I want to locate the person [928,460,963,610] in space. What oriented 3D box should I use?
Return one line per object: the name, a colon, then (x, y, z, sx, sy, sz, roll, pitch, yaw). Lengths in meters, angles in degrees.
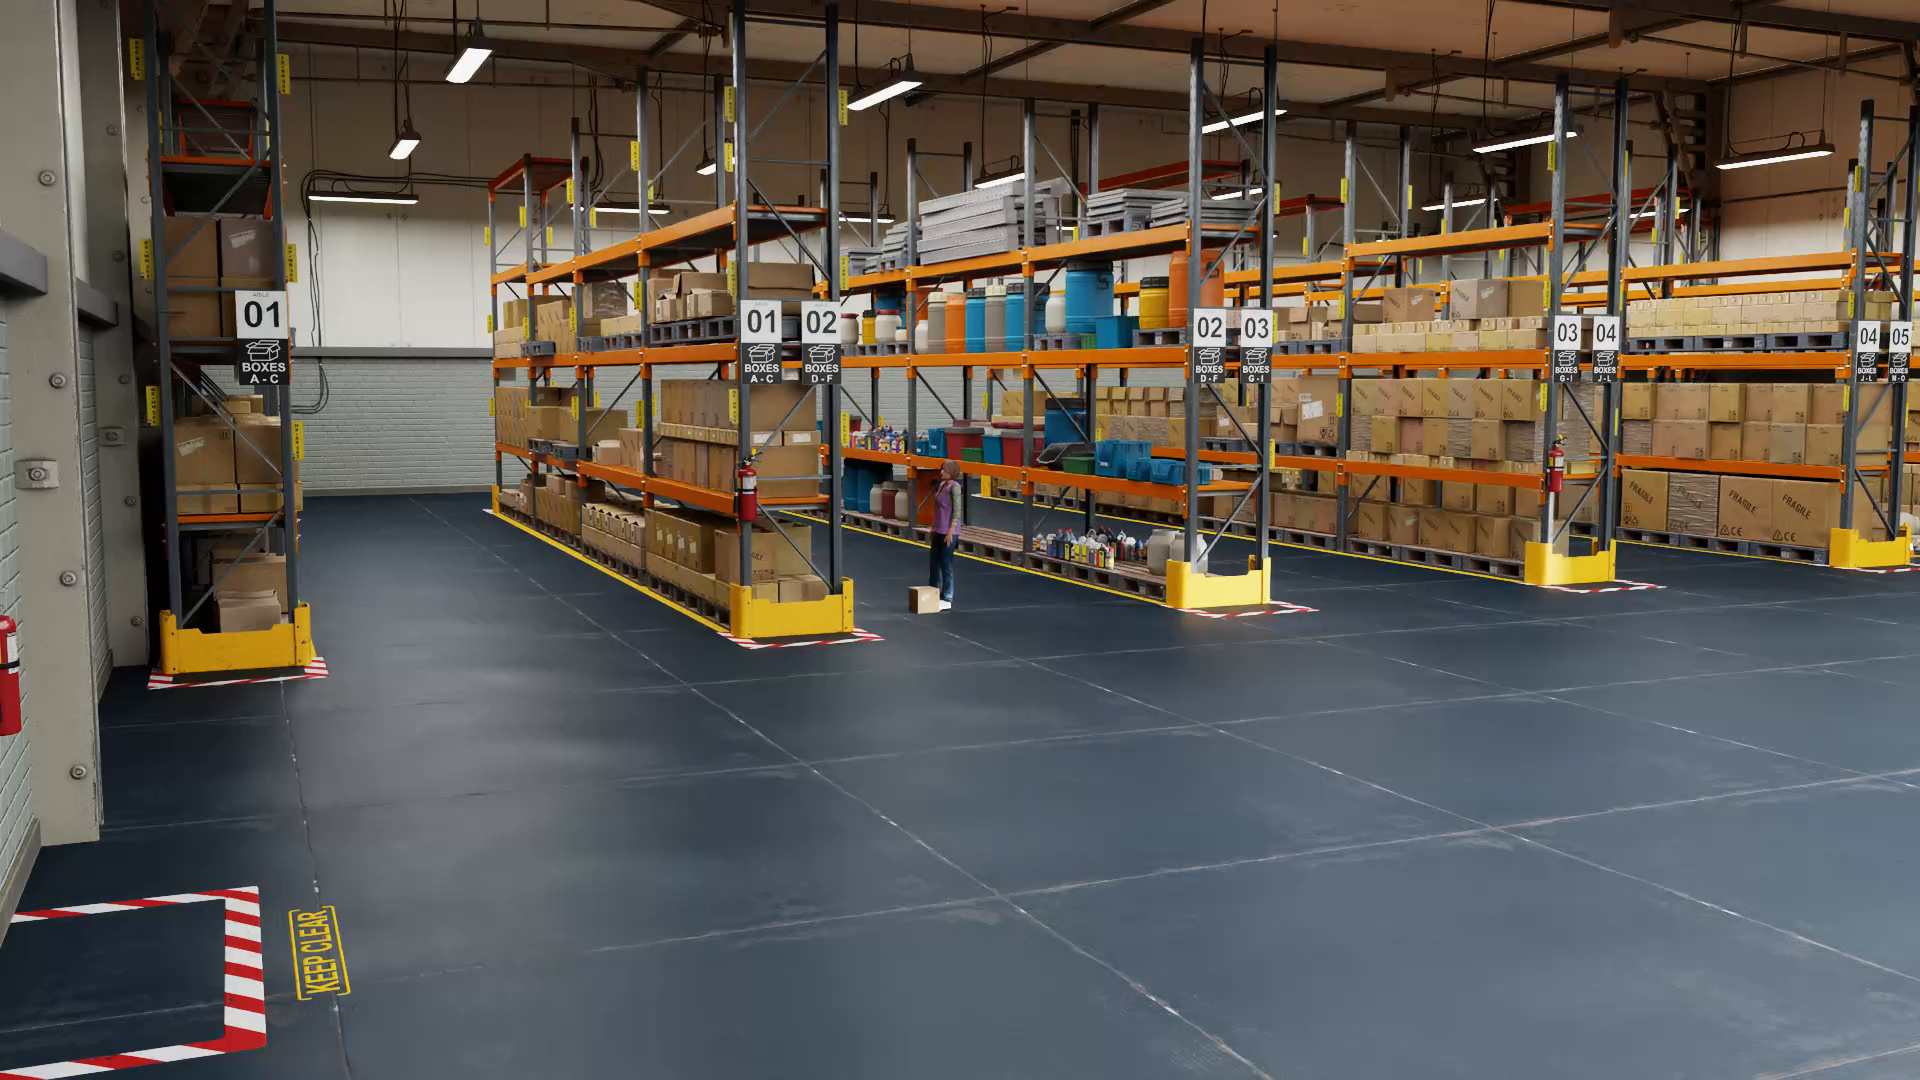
person: (-0.228, -0.055, 17.684, 0.472, 1.599, 0.521, -2, 6, -24)
